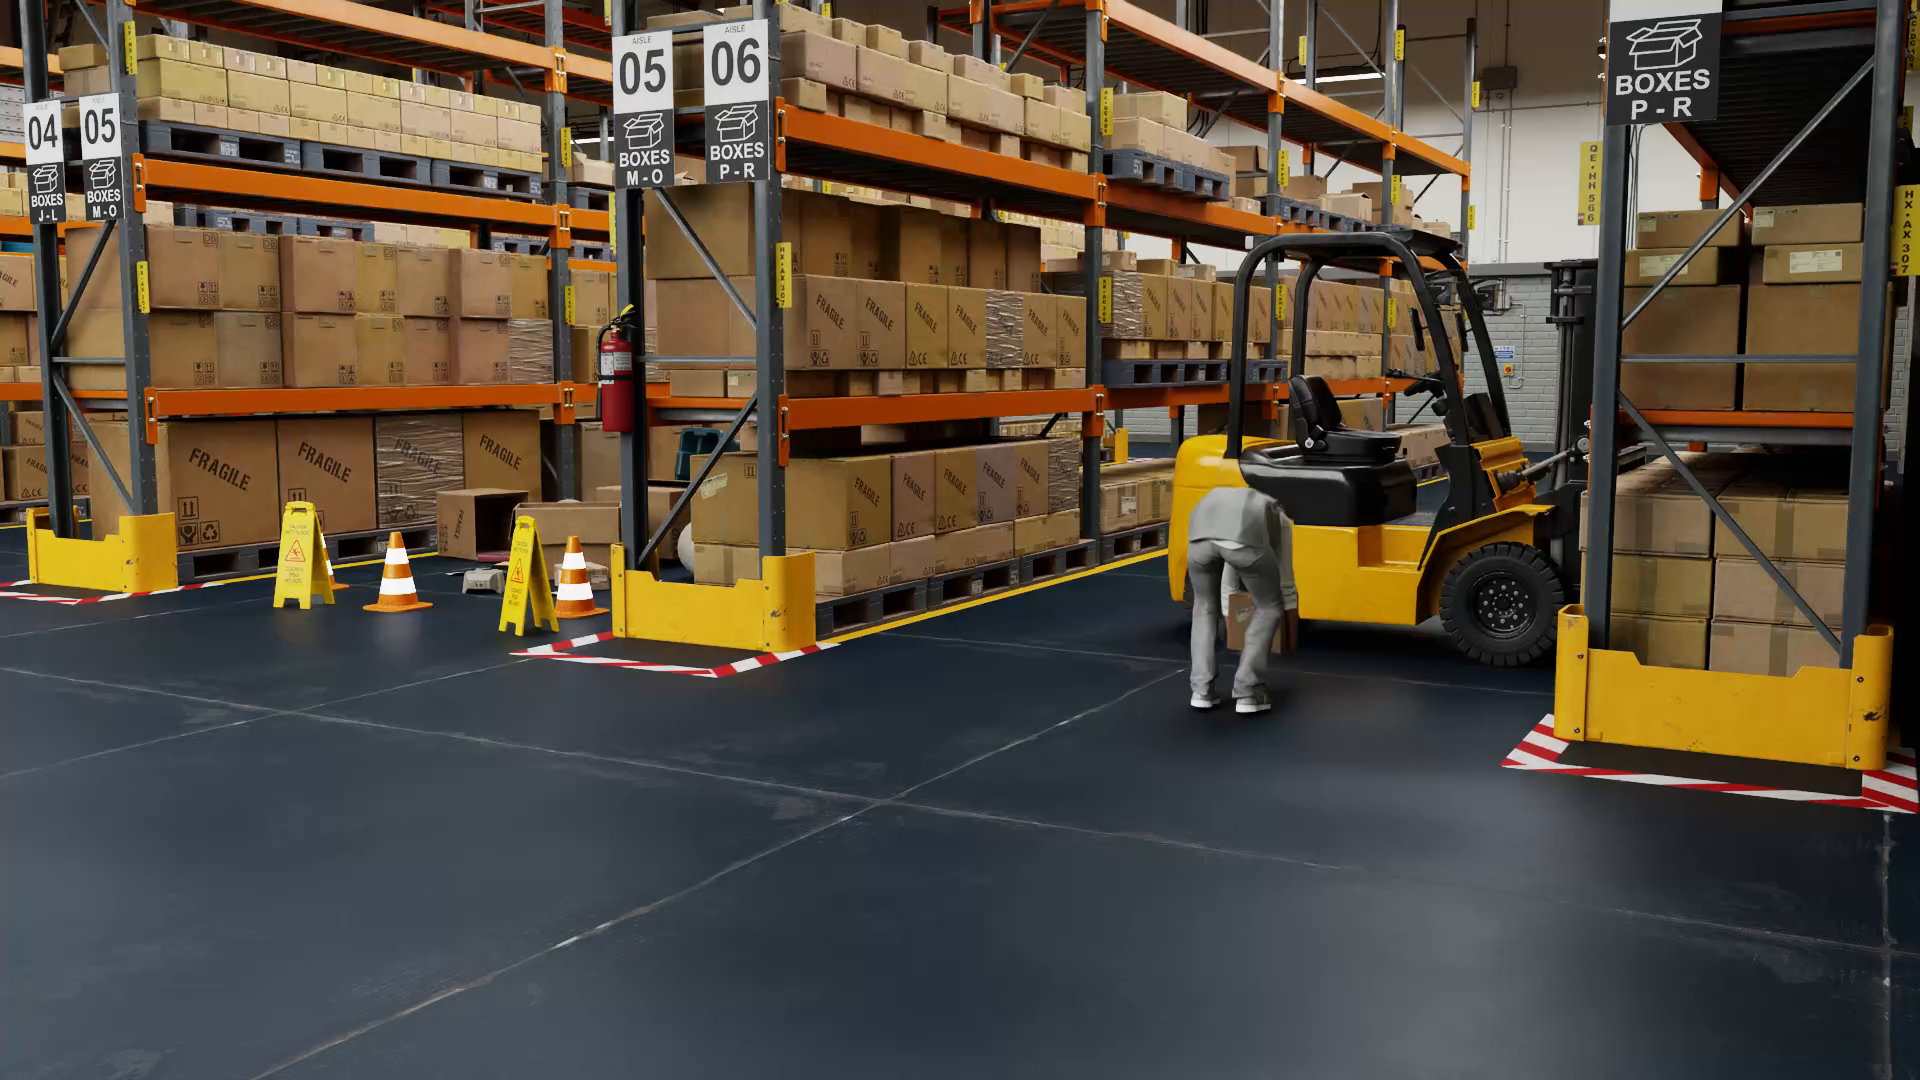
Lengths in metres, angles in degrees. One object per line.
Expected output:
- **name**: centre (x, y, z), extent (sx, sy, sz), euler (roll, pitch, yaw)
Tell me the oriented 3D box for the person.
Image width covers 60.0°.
- **person**: centre (1.254, 0.234, 7.320), extent (0.405, 0.970, 0.870), euler (3, 7, 26)
